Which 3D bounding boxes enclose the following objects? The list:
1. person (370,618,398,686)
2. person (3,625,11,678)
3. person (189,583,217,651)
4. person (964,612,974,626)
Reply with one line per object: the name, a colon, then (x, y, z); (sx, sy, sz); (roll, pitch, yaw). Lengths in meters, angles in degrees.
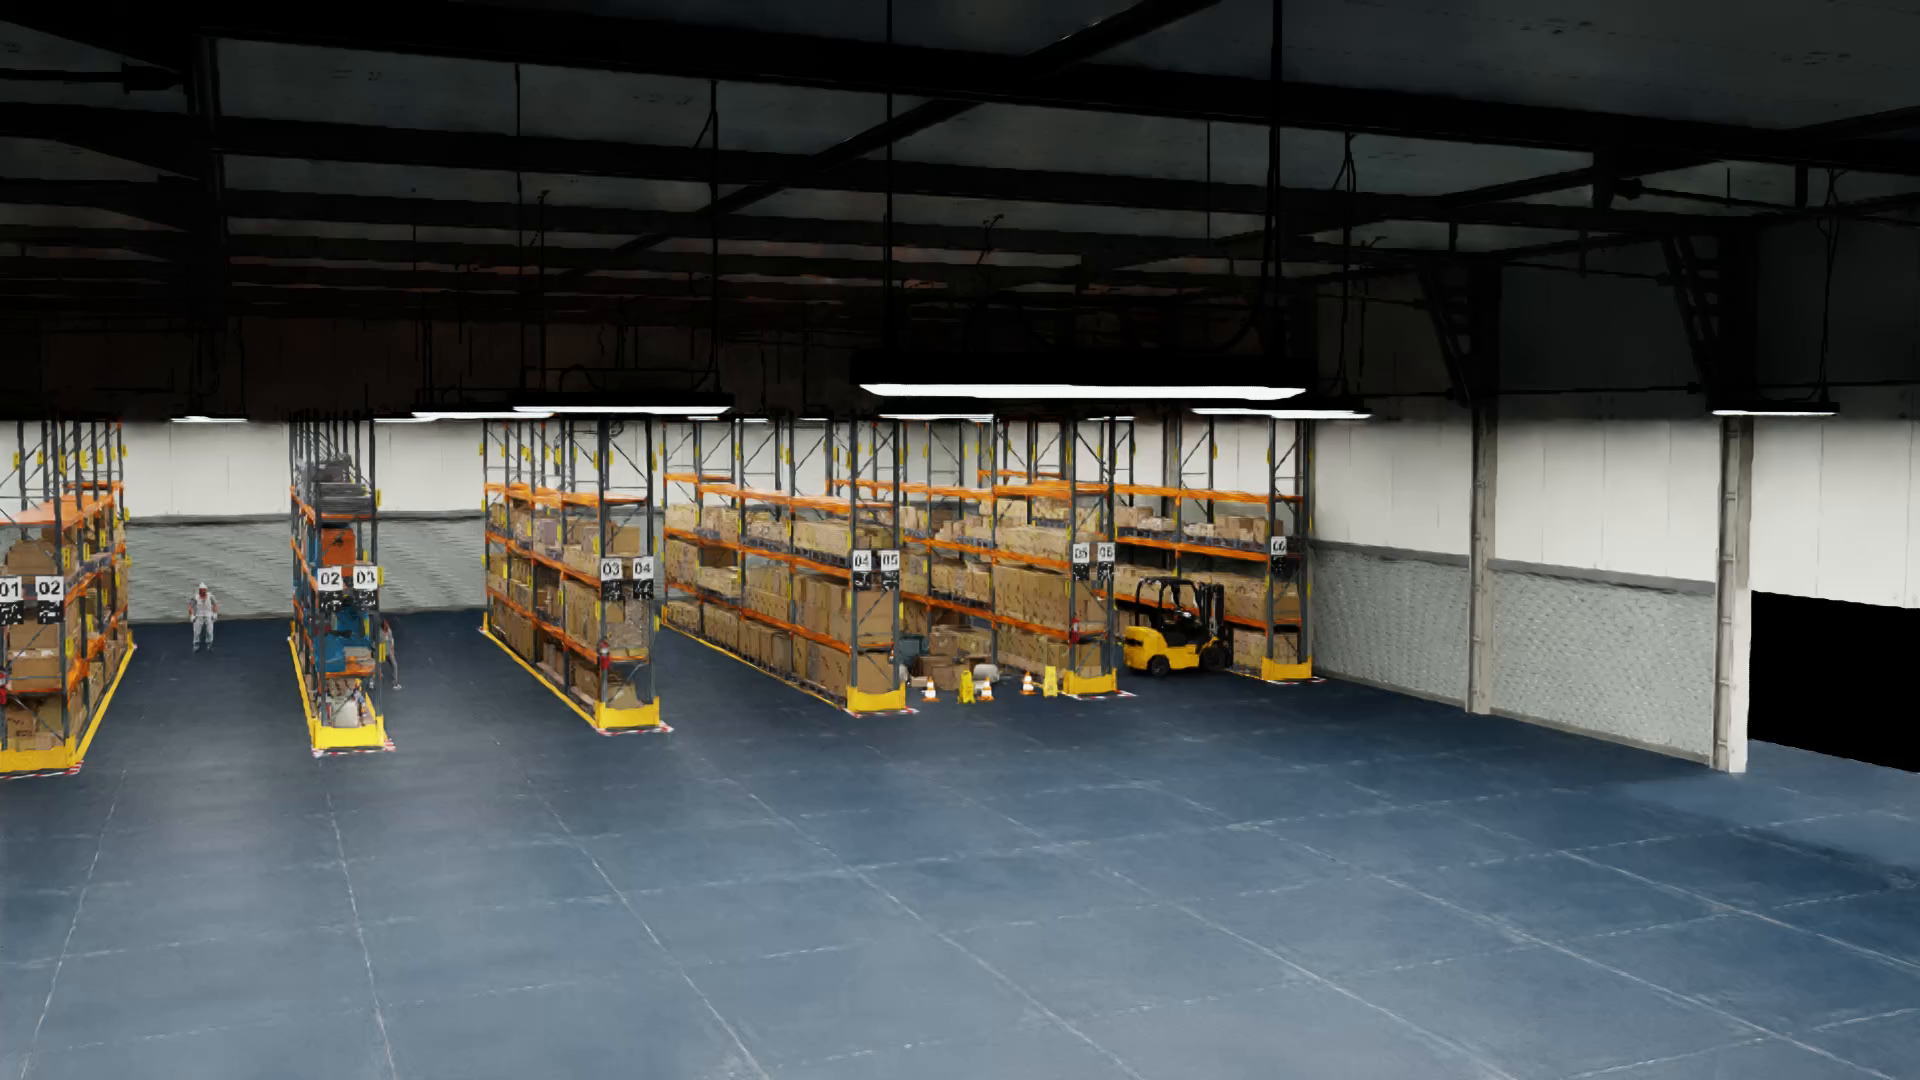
person: (-12.435, 2.430, 35.838); (0.527, 1.442, 0.786); (-4, 5, -41)
person: (-21.380, 2.231, 37.157); (0.595, 1.762, 0.475); (3, 5, 36)
person: (-18.981, 1.939, 41.726); (0.639, 1.742, 0.547); (-2, 4, -24)
person: (0.148, 1.629, 45.515); (0.493, 1.785, 0.616); (1, 4, 8)
